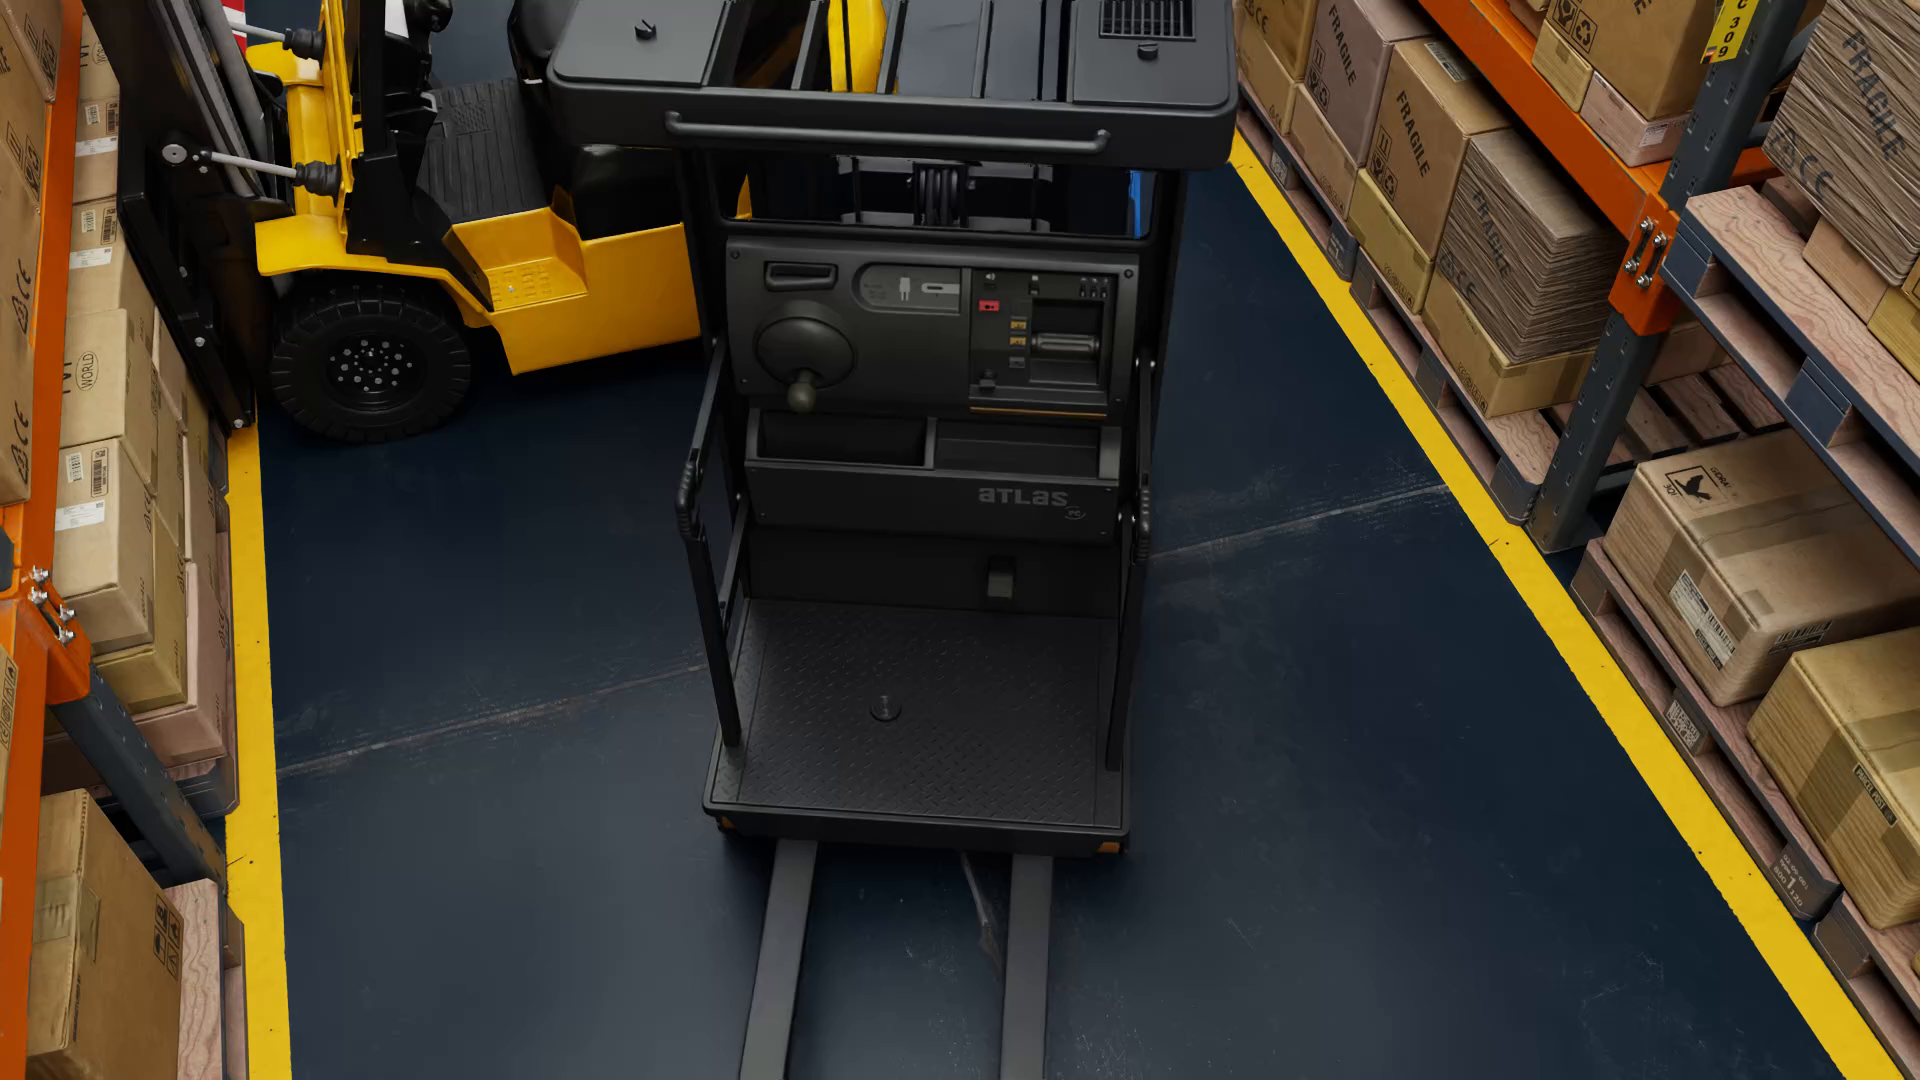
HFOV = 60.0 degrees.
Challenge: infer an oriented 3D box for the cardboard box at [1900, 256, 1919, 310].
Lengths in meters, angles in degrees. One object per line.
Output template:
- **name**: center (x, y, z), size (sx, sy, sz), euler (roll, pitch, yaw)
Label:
- **cardboard box**: center (2.299, -0.562, 3.228), size (0.500, 0.500, 0.500), euler (-13, 51, -11)

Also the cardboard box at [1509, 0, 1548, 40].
- **cardboard box**: center (1.816, -1.545, 4.755), size (0.380, 0.149, 0.250), euler (-13, 51, -11)

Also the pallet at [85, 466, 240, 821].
- **pallet**: center (-2.650, 0.362, 4.807), size (1.003, 0.211, 1.213), euler (-13, 51, -11)

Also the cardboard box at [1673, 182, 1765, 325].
- **cardboard box**: center (2.369, -1.055, 5.210), size (0.500, 0.500, 0.500), euler (-11, 51, -9)

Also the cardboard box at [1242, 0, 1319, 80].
- **cardboard box**: center (1.384, -2.066, 6.063), size (0.500, 0.500, 0.500), euler (-12, 51, -10)

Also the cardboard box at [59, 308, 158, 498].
- **cardboard box**: center (-2.440, -0.318, 4.426), size (0.500, 0.250, 0.500), euler (-13, 51, -11)

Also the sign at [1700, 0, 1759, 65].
- **sign**: center (1.769, -1.223, 3.753), size (0.100, 0.325, 0.005), euler (-13, 51, -11)

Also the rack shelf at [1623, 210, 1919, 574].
- **rack shelf**: center (2.877, 0.621, 3.235), size (1.077, 0.370, 4.000), euler (-13, 51, -11)

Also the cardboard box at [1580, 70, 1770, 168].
- **cardboard box**: center (1.899, -1.157, 4.427), size (0.380, 0.149, 0.250), euler (-14, 51, -11)

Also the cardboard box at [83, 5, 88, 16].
- **cardboard box**: center (-3.047, -1.802, 5.677), size (0.500, 0.250, 0.500), euler (-12, 51, -10)

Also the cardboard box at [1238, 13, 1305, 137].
- **cardboard box**: center (1.394, -1.820, 6.347), size (0.500, 0.250, 0.500), euler (-10, 51, -9)

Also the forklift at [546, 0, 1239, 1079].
- **forklift**: center (-0.080, -0.368, 3.643), size (1.130, 2.935, 3.031), euler (3, 50, 3)

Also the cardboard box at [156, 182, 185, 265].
- **cardboard box**: center (-2.740, -0.886, 5.232), size (0.500, 0.250, 0.500), euler (-13, 51, -11)

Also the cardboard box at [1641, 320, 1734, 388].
- **cardboard box**: center (2.369, -0.813, 5.497), size (0.500, 0.250, 0.500), euler (-15, 52, -13)

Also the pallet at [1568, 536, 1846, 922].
- **pallet**: center (2.517, 0.395, 4.779), size (1.003, 0.211, 1.213), euler (-13, 51, -11)

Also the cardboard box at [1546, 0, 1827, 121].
- **cardboard box**: center (1.916, -1.468, 4.266), size (0.500, 0.500, 0.500), euler (-14, 51, -12)

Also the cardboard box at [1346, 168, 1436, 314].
- **cardboard box**: center (1.687, -1.079, 5.721), size (0.500, 0.250, 0.500), euler (-15, 51, -12)

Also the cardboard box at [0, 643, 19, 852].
- **cardboard box**: center (-2.056, 0.410, 3.040), size (0.500, 0.250, 0.500), euler (-12, 51, -10)

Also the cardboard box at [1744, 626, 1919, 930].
- **cardboard box**: center (2.659, 0.547, 4.271), size (0.950, 0.372, 0.625), euler (-10, 51, -9)

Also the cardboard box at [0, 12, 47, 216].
- **cardboard box**: center (-2.658, -1.108, 4.157), size (0.500, 0.500, 0.500), euler (-14, 51, -11)

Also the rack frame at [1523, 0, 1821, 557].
- **rack frame**: center (2.285, -1.072, 4.192), size (1.000, 3.000, 0.127), euler (-13, 51, -11)

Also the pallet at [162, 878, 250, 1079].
- **pallet**: center (-2.200, 1.481, 3.863), size (1.003, 0.211, 1.213), euler (-13, 51, -11)

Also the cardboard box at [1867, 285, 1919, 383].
- **cardboard box**: center (2.212, -0.467, 3.571), size (0.380, 0.149, 0.250), euler (-12, 51, -10)

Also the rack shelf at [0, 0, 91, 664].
- **rack shelf**: center (-3.047, -1.176, 4.750), size (1.077, 0.370, 4.000), euler (-13, 51, -11)

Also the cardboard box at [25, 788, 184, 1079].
- **cardboard box**: center (-2.290, 1.062, 3.671), size (0.875, 0.625, 0.625), euler (-11, 51, -9)

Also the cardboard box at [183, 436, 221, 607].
- **cardboard box**: center (-2.447, 0.009, 4.805), size (0.500, 0.250, 0.500), euler (-14, 51, -12)

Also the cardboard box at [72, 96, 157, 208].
- **cardboard box**: center (-2.746, -1.064, 5.055), size (0.500, 0.250, 0.500), euler (-14, 51, -12)

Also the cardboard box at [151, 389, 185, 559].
- **cardboard box**: center (-2.454, -0.148, 4.609), size (0.500, 0.250, 0.500), euler (-14, 51, -11)

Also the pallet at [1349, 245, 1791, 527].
- **pallet**: center (2.053, -0.656, 5.665), size (1.003, 0.211, 1.213), euler (-13, 51, -11)

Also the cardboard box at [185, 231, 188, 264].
- **cardboard box**: center (-2.745, -0.739, 5.434), size (0.500, 0.250, 0.500), euler (-12, 51, -10)

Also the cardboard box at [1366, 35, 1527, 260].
- **cardboard box**: center (1.702, -1.305, 5.422), size (0.500, 0.500, 0.500), euler (-12, 51, -10)

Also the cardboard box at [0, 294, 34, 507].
- **cardboard box**: center (-2.337, -0.362, 3.528), size (0.500, 0.500, 0.500), euler (-15, 51, -12)
